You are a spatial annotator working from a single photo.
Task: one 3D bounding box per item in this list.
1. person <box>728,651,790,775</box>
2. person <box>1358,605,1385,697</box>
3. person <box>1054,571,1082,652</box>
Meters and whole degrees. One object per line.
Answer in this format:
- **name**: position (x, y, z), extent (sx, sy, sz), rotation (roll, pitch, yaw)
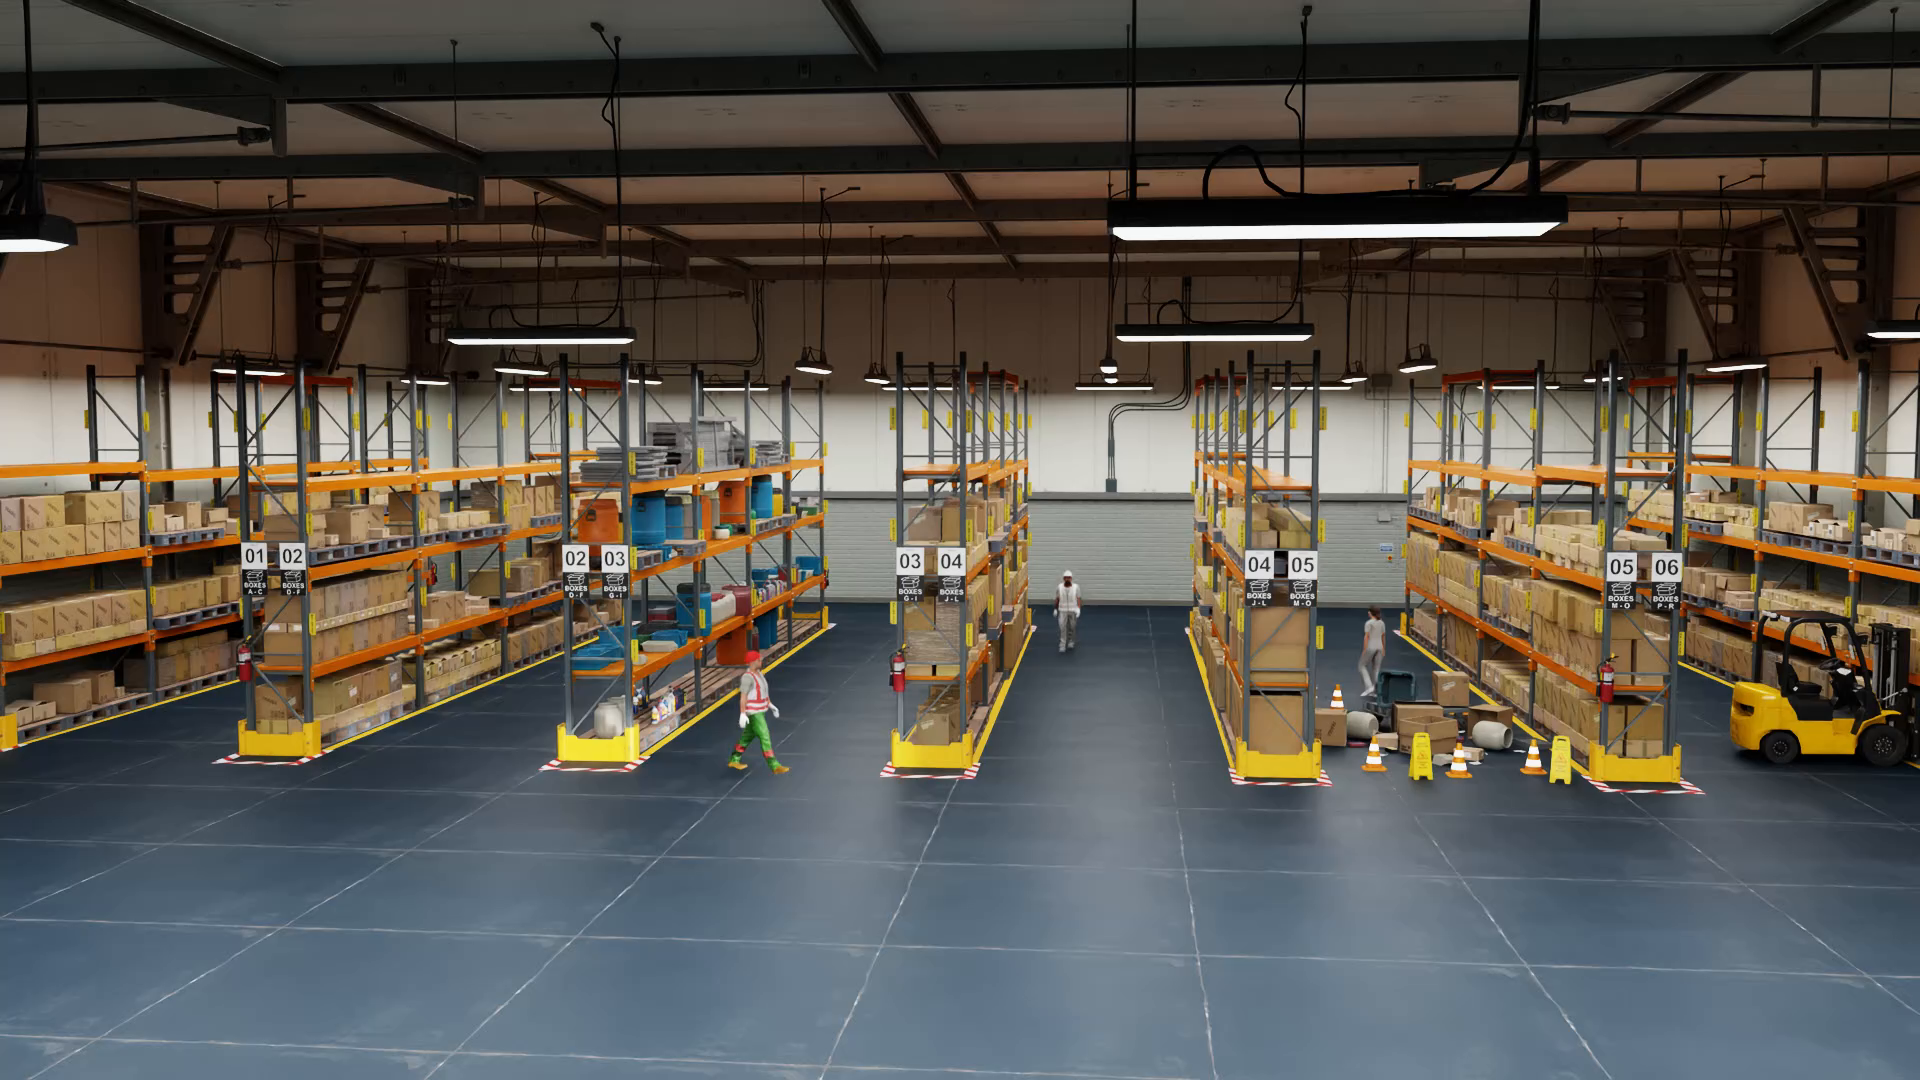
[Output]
- **person**: position (-2.842, 2.439, 23.632), extent (1.023, 1.743, 0.640), rotation (1, 4, 18)
- **person**: position (7.521, 2.027, 30.264), extent (0.485, 1.691, 0.396), rotation (-2, 4, -21)
- **person**: position (2.348, 1.537, 36.175), extent (0.596, 1.715, 1.054), rotation (0, 4, 0)
